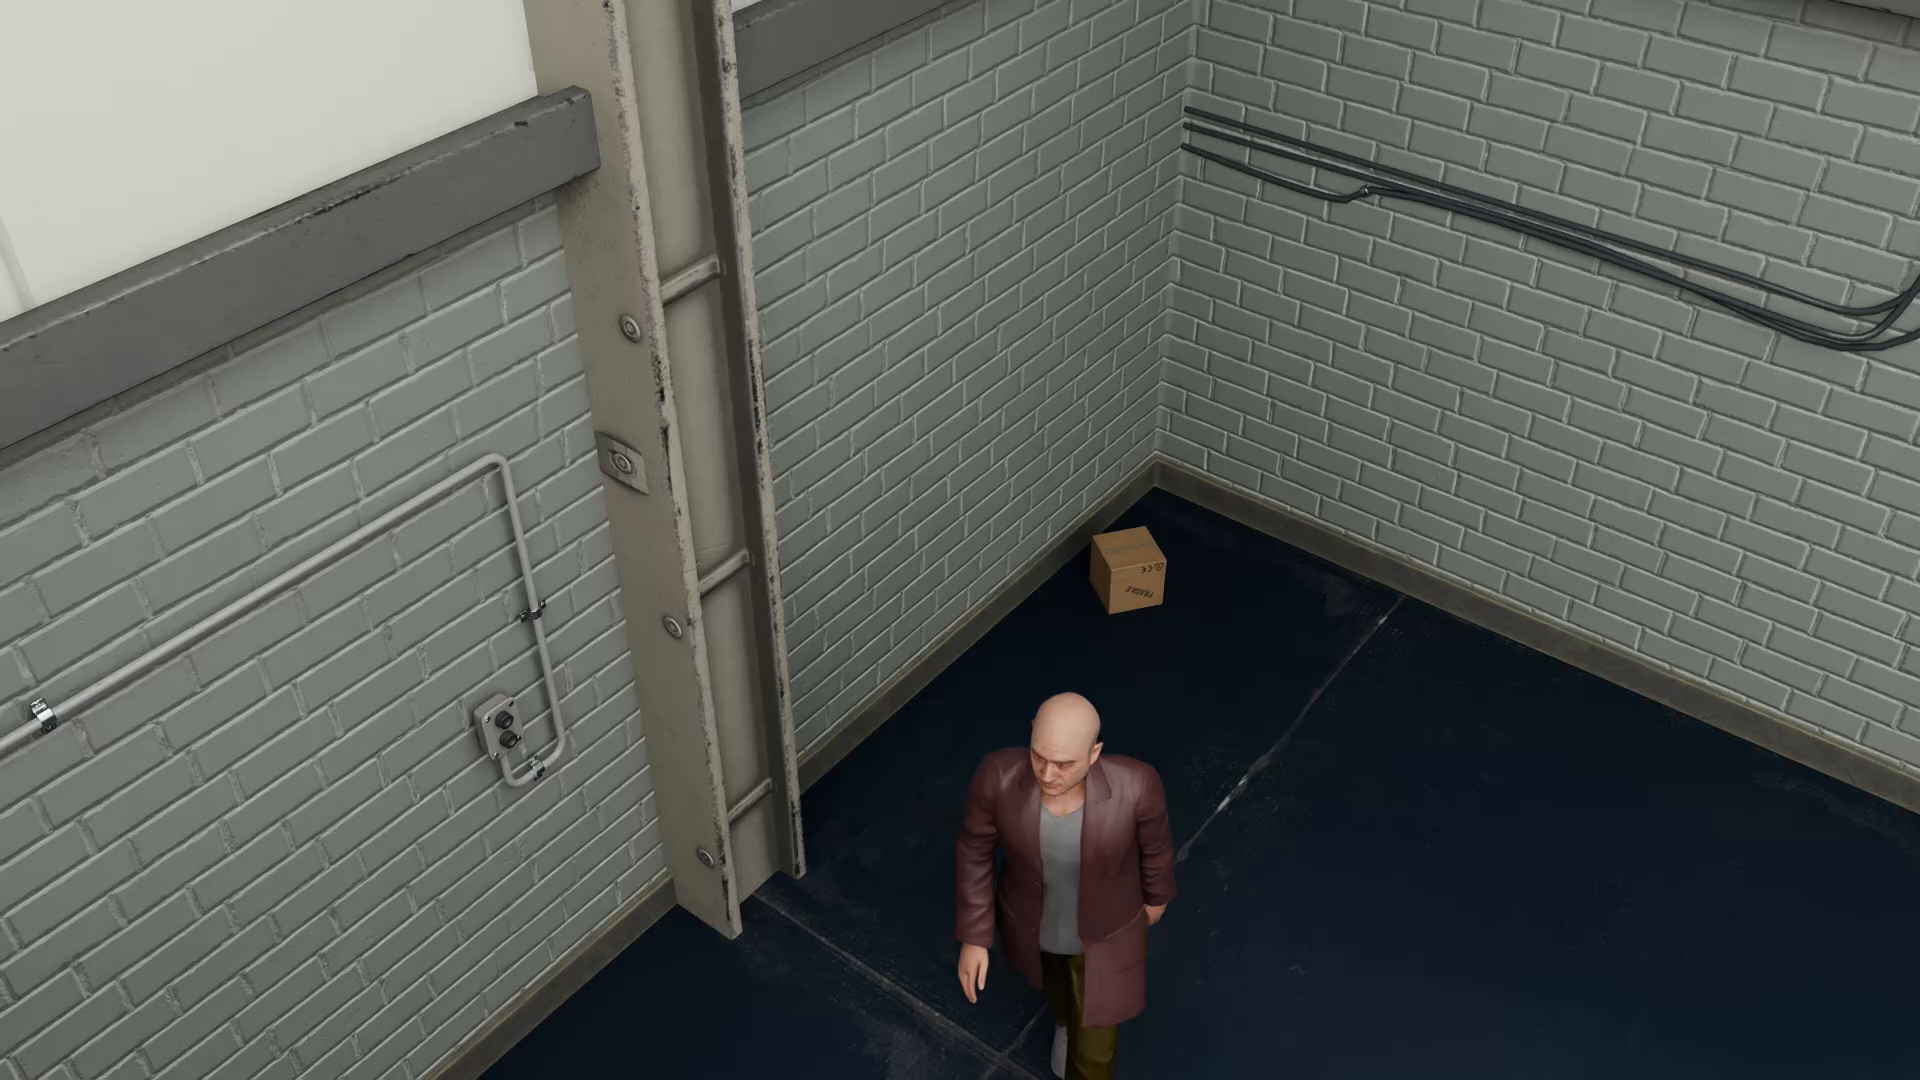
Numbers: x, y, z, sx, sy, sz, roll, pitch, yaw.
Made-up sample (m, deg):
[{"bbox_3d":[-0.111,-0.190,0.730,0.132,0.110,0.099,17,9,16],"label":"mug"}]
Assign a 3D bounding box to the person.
[{"bbox_3d":[0.274,1.123,4.745,0.610,1.782,0.911,10,40,13],"label":"person"}]
